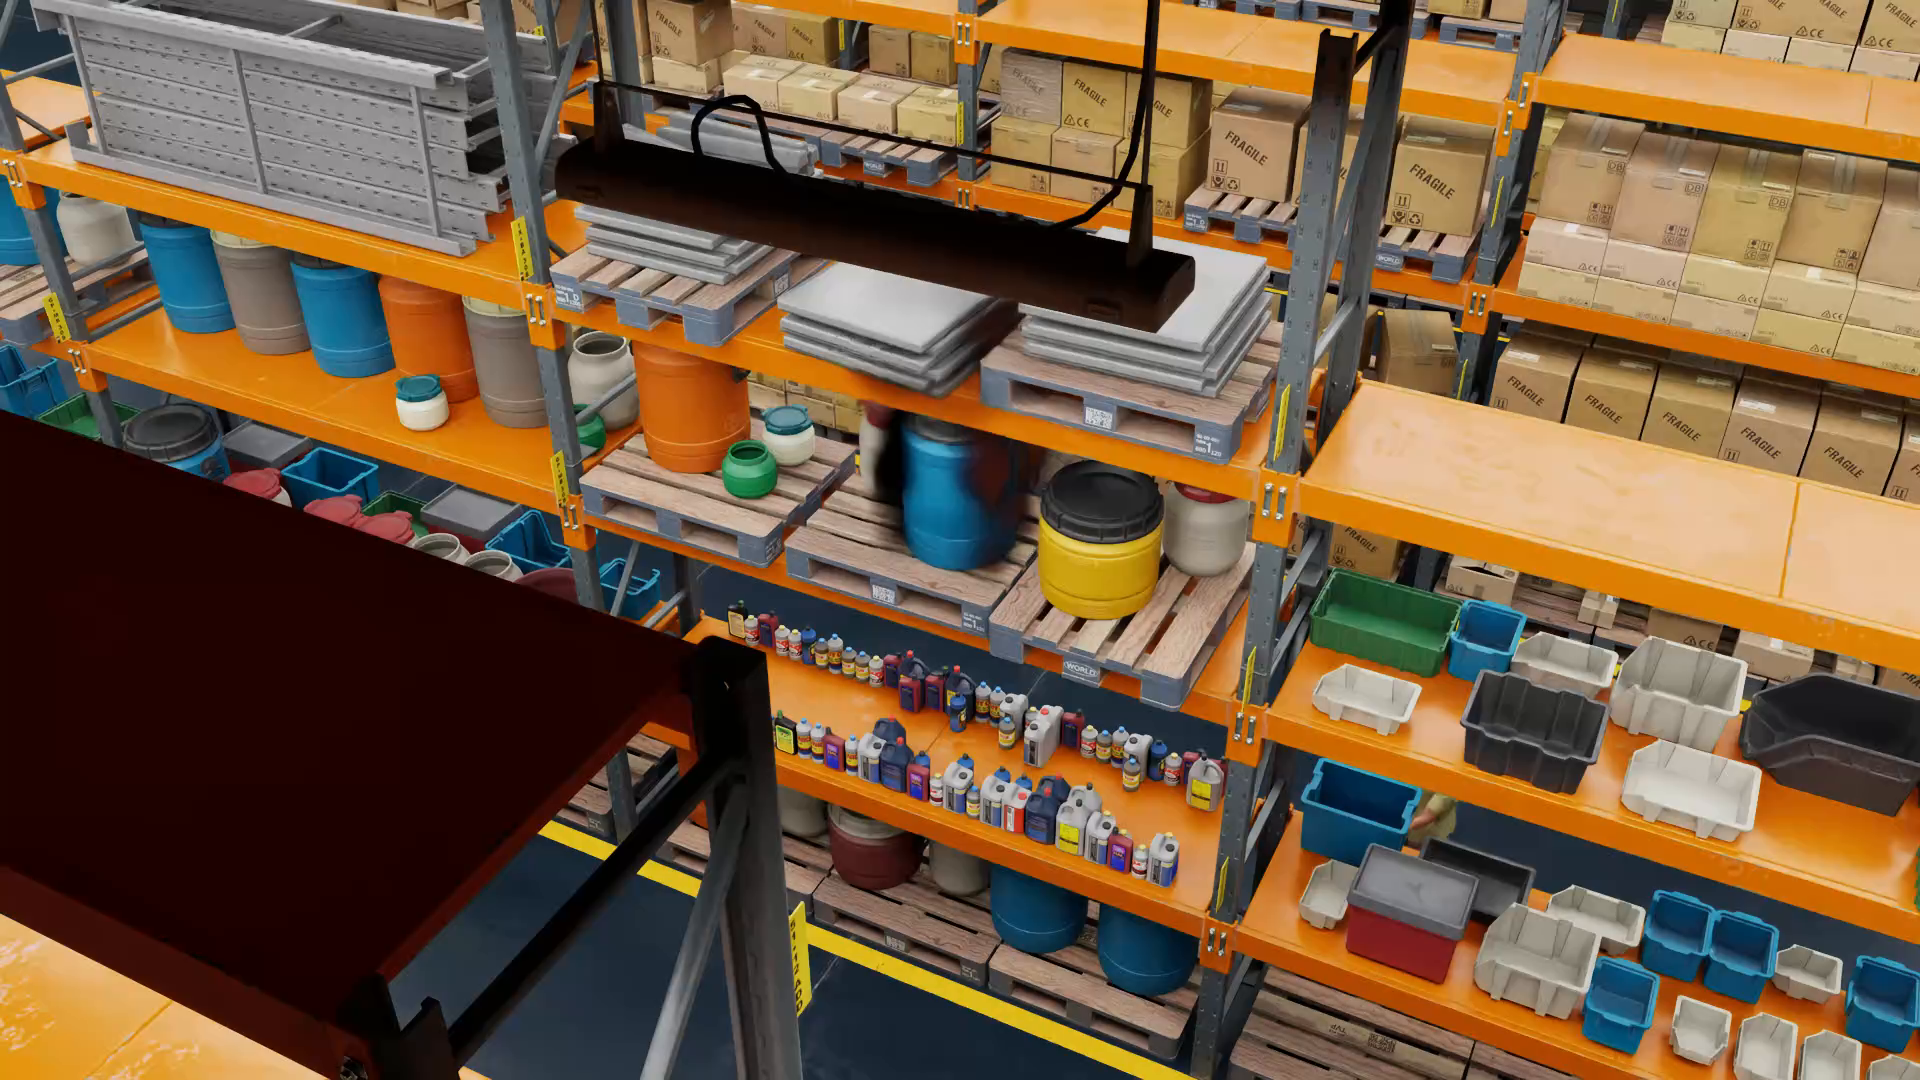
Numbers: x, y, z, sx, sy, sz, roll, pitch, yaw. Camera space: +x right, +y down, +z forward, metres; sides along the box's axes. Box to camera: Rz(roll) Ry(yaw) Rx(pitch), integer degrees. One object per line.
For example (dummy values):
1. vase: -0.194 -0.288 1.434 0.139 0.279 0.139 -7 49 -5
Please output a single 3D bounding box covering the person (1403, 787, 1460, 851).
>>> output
1. person: 2.779 1.718 9.994 0.996 1.608 0.558 28 43 33
